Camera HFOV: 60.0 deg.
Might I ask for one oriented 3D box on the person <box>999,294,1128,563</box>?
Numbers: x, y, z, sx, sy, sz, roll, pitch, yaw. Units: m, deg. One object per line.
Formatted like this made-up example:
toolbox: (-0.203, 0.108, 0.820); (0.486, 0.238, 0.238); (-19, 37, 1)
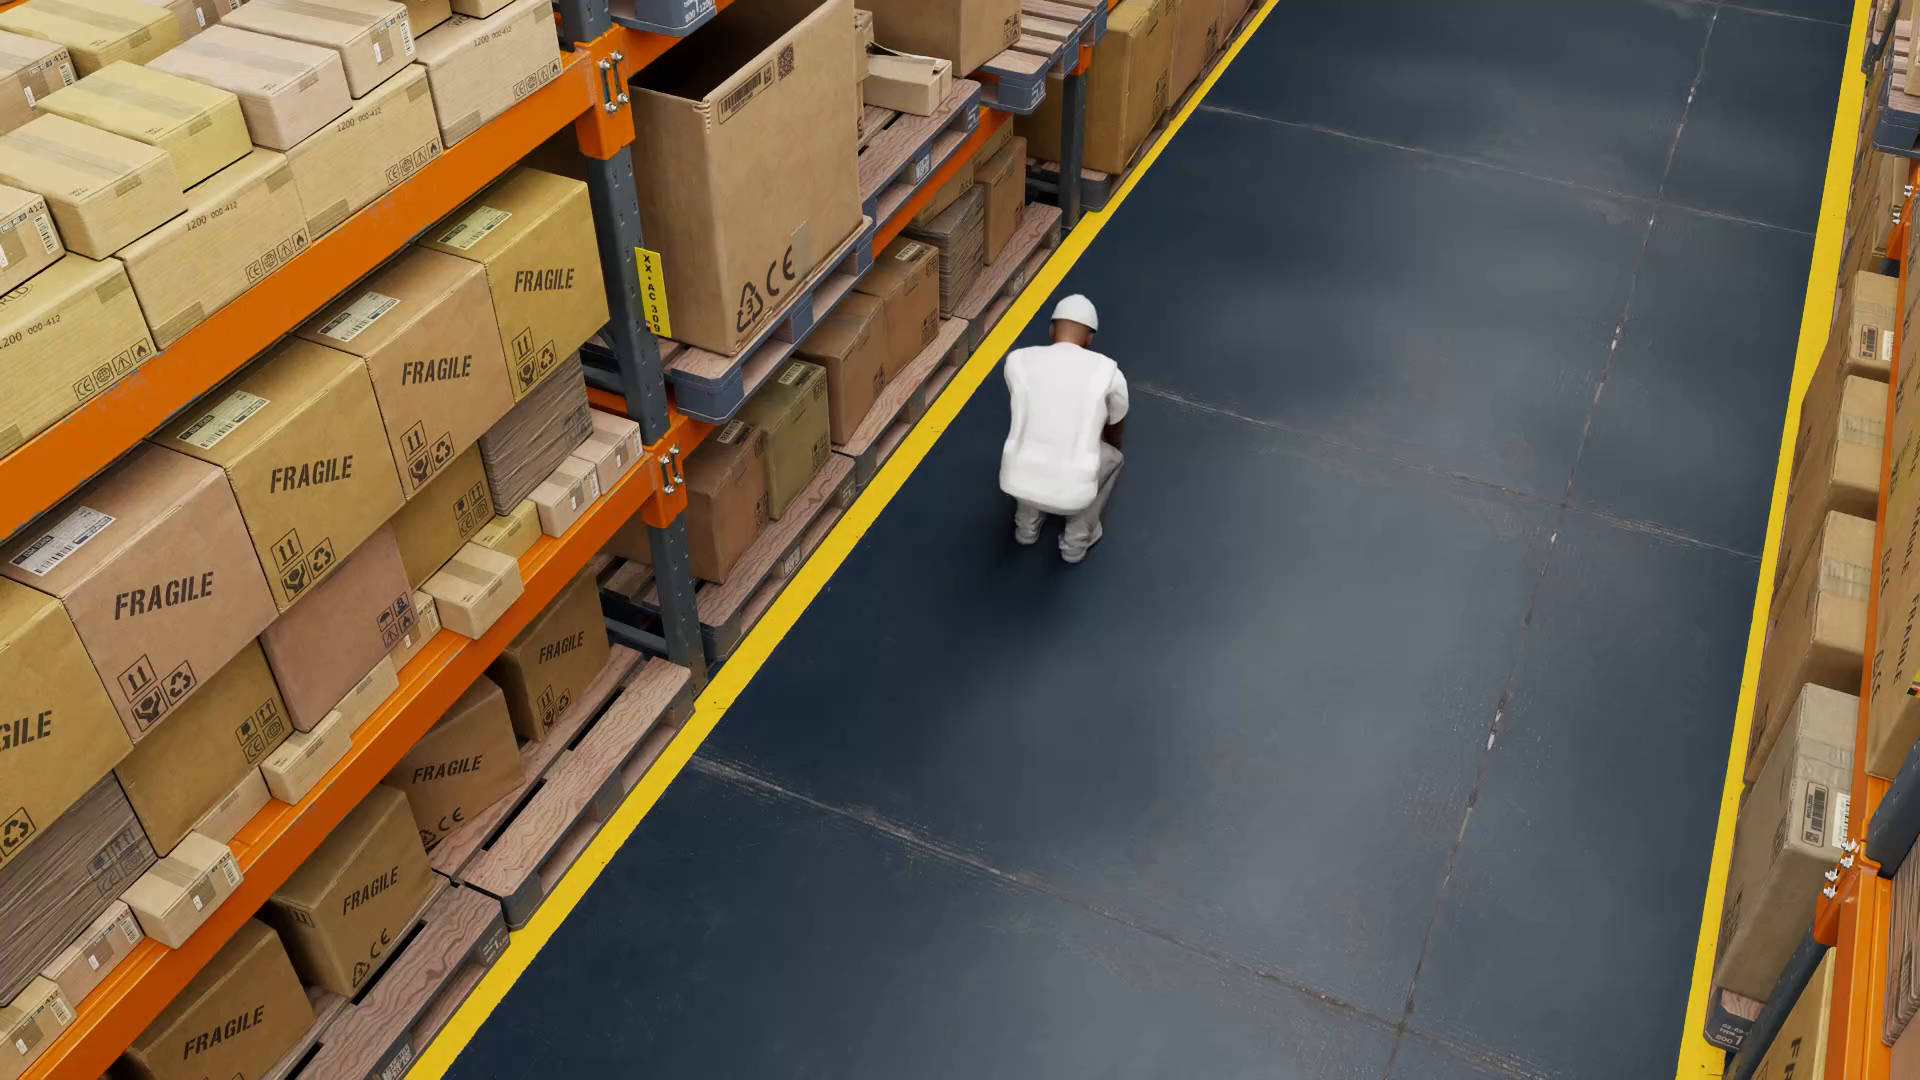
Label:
person: (0.433, -0.486, 7.258); (0.550, 1.016, 0.894); (14, 44, 15)
